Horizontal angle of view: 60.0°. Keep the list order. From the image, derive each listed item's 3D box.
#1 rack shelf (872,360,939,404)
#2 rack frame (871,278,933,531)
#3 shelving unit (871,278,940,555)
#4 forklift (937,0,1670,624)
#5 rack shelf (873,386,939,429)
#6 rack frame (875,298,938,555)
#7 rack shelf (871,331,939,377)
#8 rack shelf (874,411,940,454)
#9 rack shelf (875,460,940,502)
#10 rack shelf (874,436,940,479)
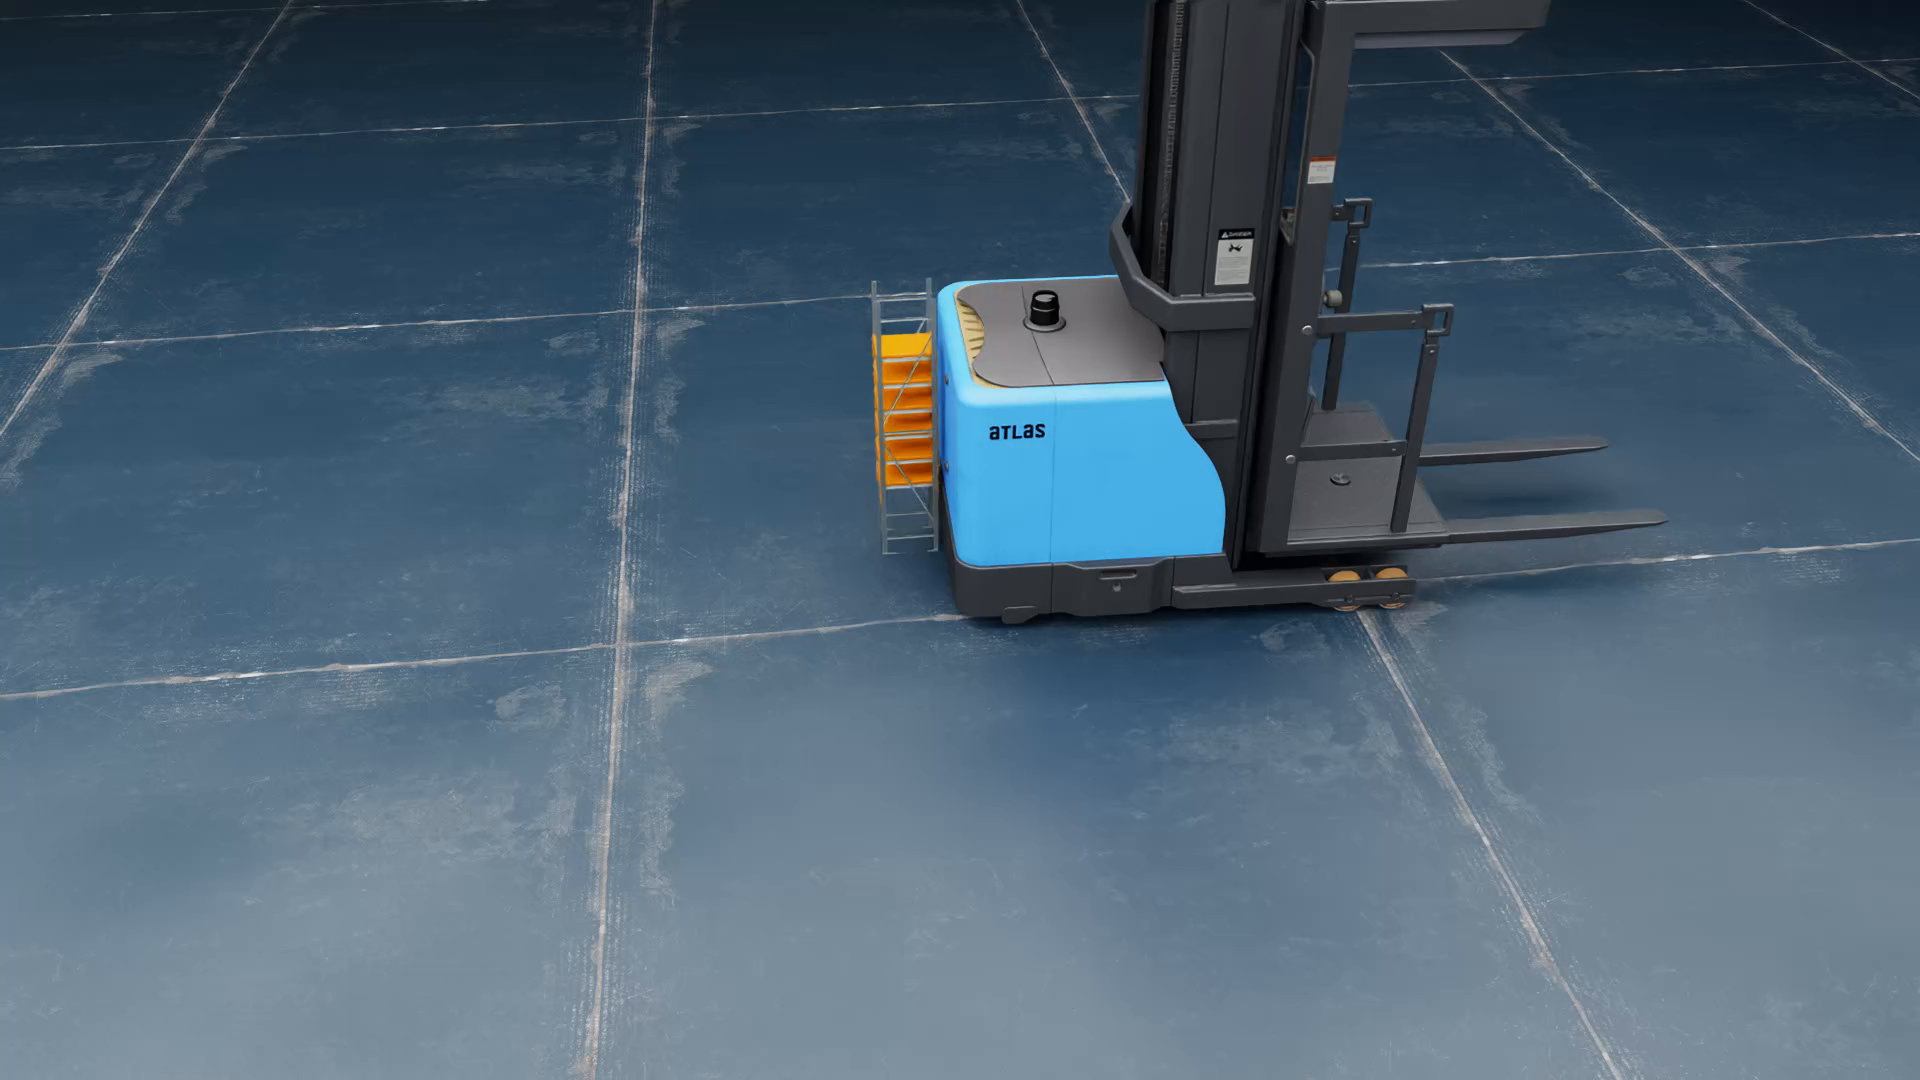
[{"bbox_3d":[-0.224,-0.653,6.796,0.258,0.103,0.180,-4,34,-6],"label":"rack shelf"},{"bbox_3d":[-0.235,-0.543,6.981,0.240,1.200,0.006,-4,34,-6],"label":"rack frame"},{"bbox_3d":[-0.224,-0.492,6.906,0.258,1.200,0.189,-4,34,-6],"label":"shelving unit"},{"bbox_3d":[1.442,-1.213,6.427,3.031,2.935,1.130,-3,34,-5],"label":"forklift"},{"bbox_3d":[-0.224,-0.554,6.863,0.258,0.103,0.180,-4,34,-6],"label":"rack shelf"},{"bbox_3d":[-0.212,-0.440,6.831,0.240,1.200,0.006,-4,34,-6],"label":"rack frame"},{"bbox_3d":[-0.224,-0.752,6.728,0.258,0.103,0.180,-4,34,-6],"label":"rack shelf"},{"bbox_3d":[-0.224,-0.455,6.931,0.258,0.103,0.180,-4,34,-6],"label":"rack shelf"},{"bbox_3d":[-0.224,-0.257,7.066,0.258,0.103,0.180,-4,34,-6],"label":"rack shelf"},{"bbox_3d":[-0.224,-0.356,6.999,0.258,0.103,0.180,-4,34,-6],"label":"rack shelf"}]
